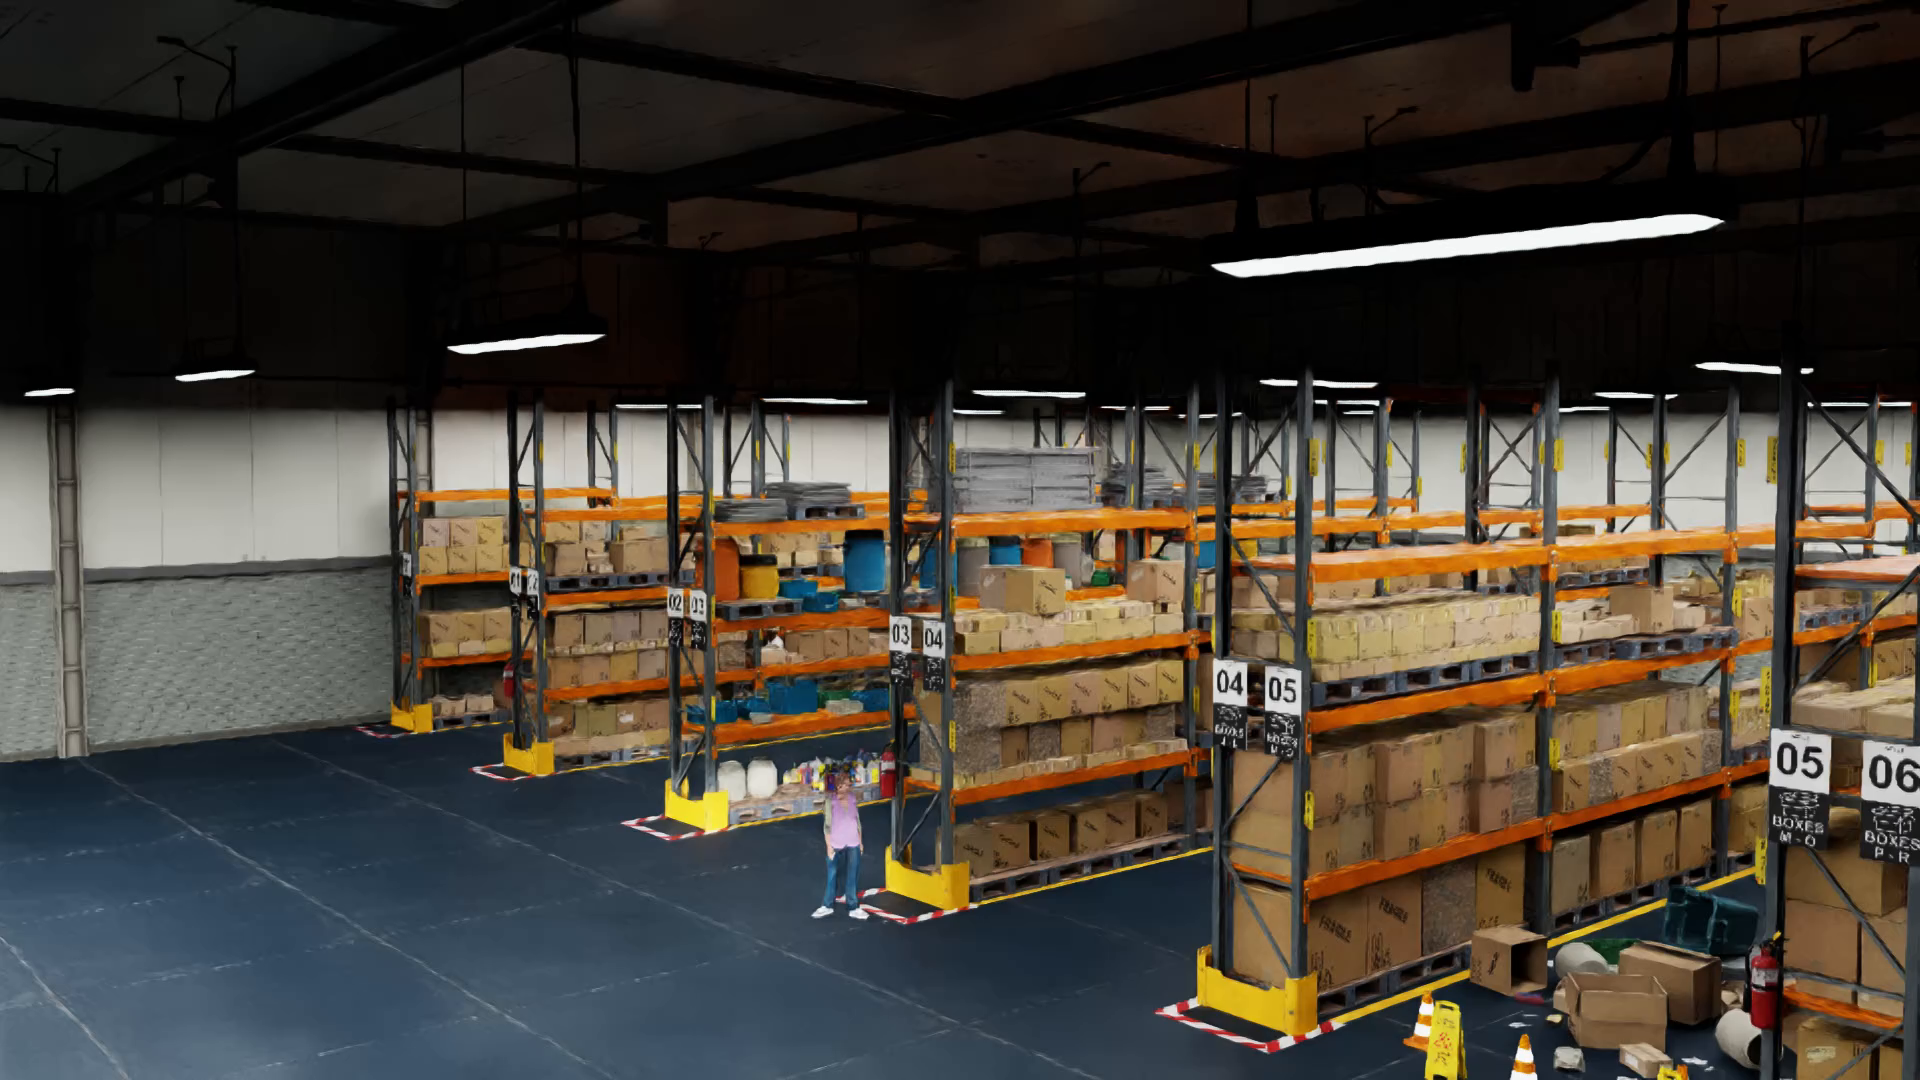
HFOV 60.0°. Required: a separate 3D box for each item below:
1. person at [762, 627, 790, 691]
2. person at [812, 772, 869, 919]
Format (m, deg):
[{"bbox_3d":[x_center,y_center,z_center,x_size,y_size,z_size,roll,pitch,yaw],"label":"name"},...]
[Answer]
[{"bbox_3d":[-3.573,2.440,31.920,1.041,1.708,0.570,-2,4,-31],"label":"person"},{"bbox_3d":[-1.303,3.309,18.029,0.584,1.595,0.385,-1,4,-19],"label":"person"}]
